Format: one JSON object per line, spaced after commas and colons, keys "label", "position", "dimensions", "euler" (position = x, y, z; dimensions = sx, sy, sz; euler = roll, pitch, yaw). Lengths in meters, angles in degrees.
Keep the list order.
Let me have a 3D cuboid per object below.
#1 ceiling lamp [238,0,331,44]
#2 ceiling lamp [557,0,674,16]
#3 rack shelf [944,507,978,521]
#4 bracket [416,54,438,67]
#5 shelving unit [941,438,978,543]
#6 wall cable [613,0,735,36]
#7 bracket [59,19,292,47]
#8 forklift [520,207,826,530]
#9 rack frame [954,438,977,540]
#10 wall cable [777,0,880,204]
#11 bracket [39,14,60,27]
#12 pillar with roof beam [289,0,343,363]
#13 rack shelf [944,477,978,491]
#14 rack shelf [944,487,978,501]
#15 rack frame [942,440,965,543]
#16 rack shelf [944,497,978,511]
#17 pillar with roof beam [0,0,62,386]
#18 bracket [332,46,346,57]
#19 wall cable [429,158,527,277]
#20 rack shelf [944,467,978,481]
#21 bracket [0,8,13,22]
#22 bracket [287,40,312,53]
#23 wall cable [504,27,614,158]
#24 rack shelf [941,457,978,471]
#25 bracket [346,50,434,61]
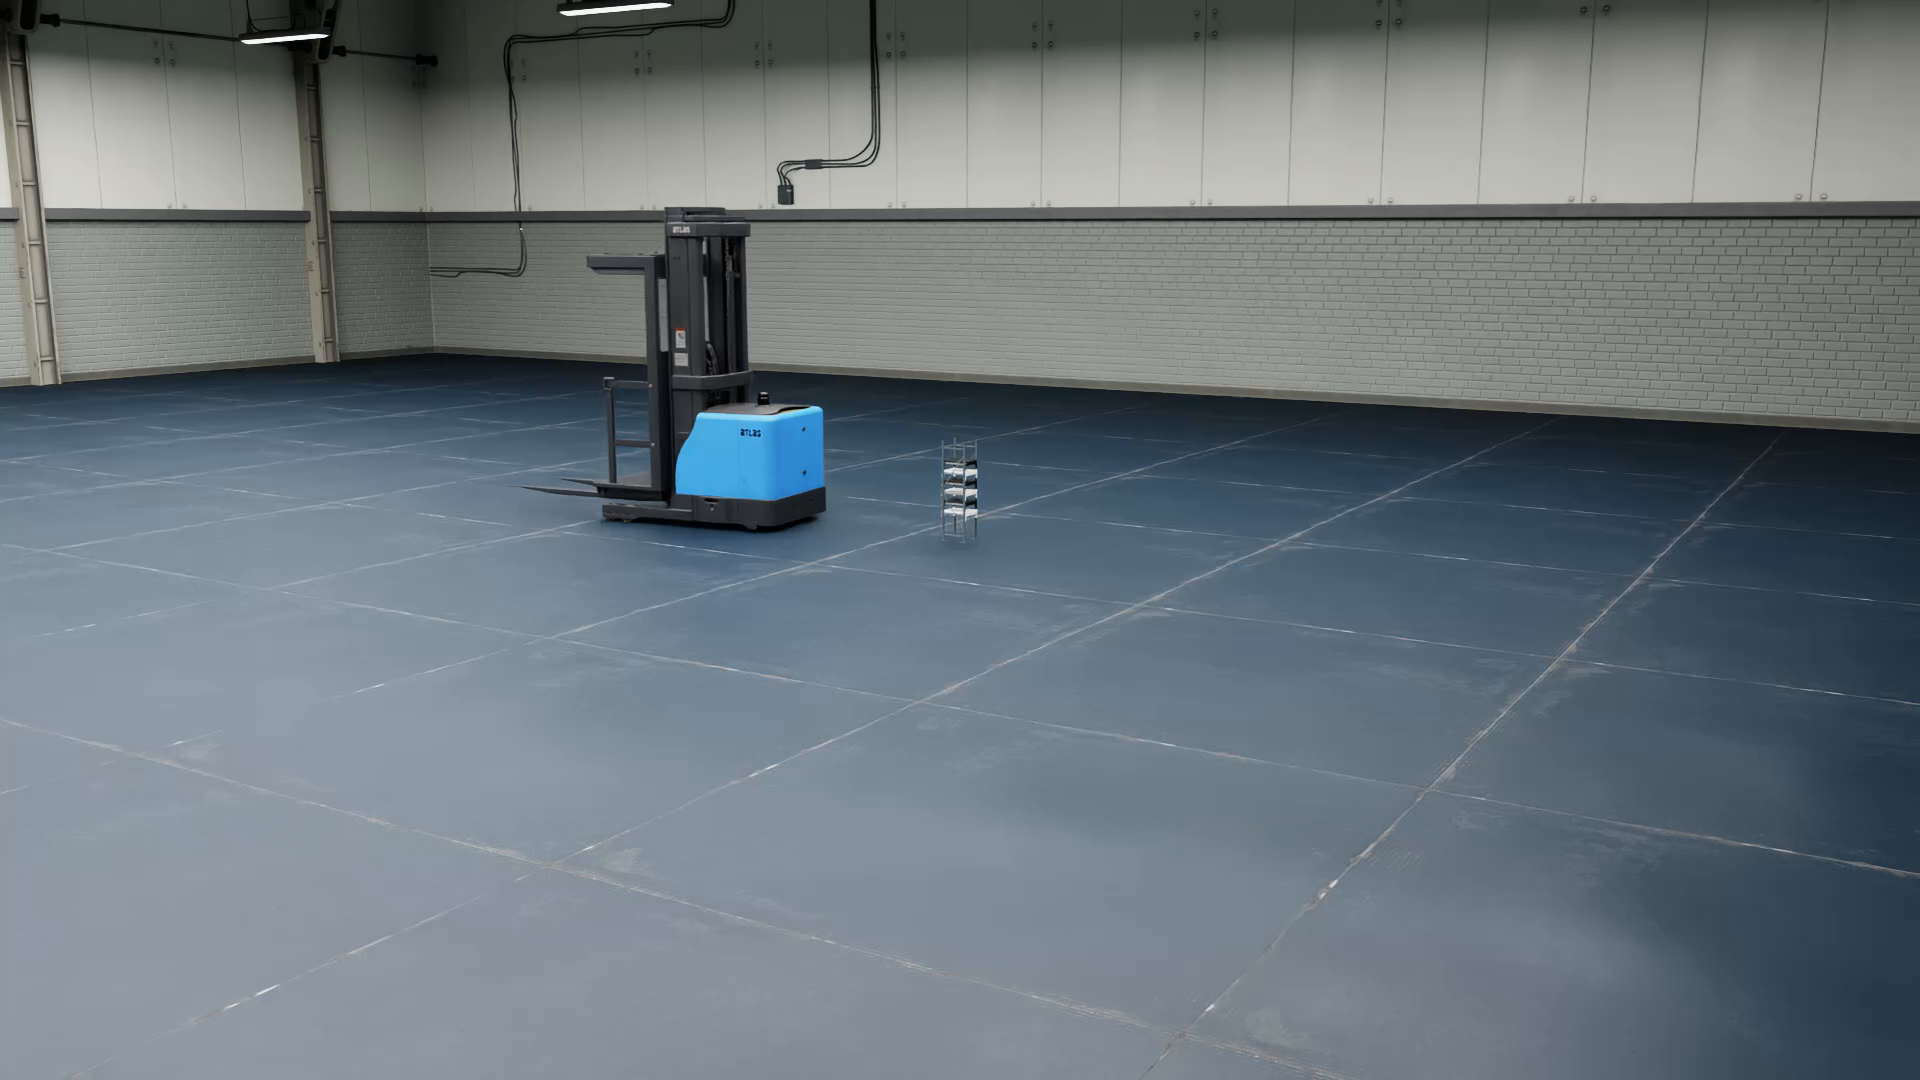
{"label": "ceiling lamp", "position": [-11.183, -9.961, 27.756], "dimensions": [2.000, 3.185, 0.800], "euler": [6, 12, 31]}
{"label": "ceiling lamp", "position": [-4.867, -9.255, 23.985], "dimensions": [2.000, 3.185, 0.800], "euler": [6, 12, 31]}
{"label": "rack shelf", "position": [-0.004, -0.231, 14.818], "dimensions": [0.258, 0.077, 0.200], "euler": [6, 12, 31]}
{"label": "bracket", "position": [-11.487, -10.326, 35.790], "dimensions": [0.235, 0.232, 0.430], "euler": [6, 12, 31]}
{"label": "shelving unit", "position": [-0.004, -0.441, 14.779], "dimensions": [0.258, 0.900, 0.210], "euler": [6, 12, 31]}
{"label": "wall cable", "position": [-5.620, -11.128, 32.206], "dimensions": [3.097, 2.526, 0.112], "euler": [6, 12, 31]}
{"label": "bracket", "position": [-14.486, -9.418, 30.938], "dimensions": [0.076, 0.066, 4.783], "euler": [6, 12, 31]}
{"label": "forklift", "position": [-2.849, -1.690, 15.932], "dimensions": [3.031, 2.935, 1.130], "euler": [5, 12, 24]}
{"label": "rack frame", "position": [0.049, -0.457, 14.864], "dimensions": [0.240, 0.900, 0.006], "euler": [6, 12, 31]}
{"label": "wall cable", "position": [-2.471, -9.252, 30.592], "dimensions": [2.305, 6.003, 0.169], "euler": [6, 12, 31]}
{"label": "bracket", "position": [-15.833, -9.010, 28.759], "dimensions": [0.235, 0.232, 0.430], "euler": [6, 12, 31]}
{"label": "pillar with roof beam", "position": [-9.557, -7.742, 31.766], "dimensions": [9.100, 9.000, 0.548], "euler": [6, 12, 31]}
{"label": "rack shelf", "position": [-0.004, -0.497, 14.769], "dimensions": [0.258, 0.077, 0.200], "euler": [6, 12, 31]}
{"label": "rack shelf", "position": [-0.004, -0.408, 14.785], "dimensions": [0.258, 0.077, 0.200], "euler": [6, 12, 31]}
{"label": "rack frame", "position": [-0.057, -0.425, 14.694], "dimensions": [0.240, 0.900, 0.006], "euler": [6, 12, 31]}
{"label": "rack shelf", "position": [-0.004, -0.320, 14.802], "dimensions": [0.258, 0.077, 0.200], "euler": [6, 12, 31]}
{"label": "pillar with roof beam", "position": [-12.672, -6.798, 26.726], "dimensions": [9.100, 9.000, 0.548], "euler": [6, 12, 31]}
{"label": "bracket", "position": [-12.718, -9.954, 33.799], "dimensions": [0.235, 0.232, 0.430], "euler": [6, 12, 31]}
{"label": "wall cable", "position": [-10.577, -6.964, 36.049], "dimensions": [3.097, 2.526, 0.112], "euler": [6, 12, 31]}
{"label": "rack shelf", "position": [-0.004, -0.585, 14.752], "dimensions": [0.258, 0.077, 0.200], "euler": [6, 12, 31]}
{"label": "bracket", "position": [-16.264, -8.879, 28.062], "dimensions": [0.235, 0.232, 0.430], "euler": [6, 12, 31]}
{"label": "bracket", "position": [-13.149, -9.823, 33.102], "dimensions": [0.235, 0.232, 0.430], "euler": [6, 12, 31]}
{"label": "wall cable", "position": [-8.265, -9.188, 34.204], "dimensions": [3.097, 2.526, 0.112], "euler": [6, 12, 31]}
{"label": "rack shelf", "position": [-0.004, -0.674, 14.736], "dimensions": [0.258, 0.077, 0.200], "euler": [6, 12, 31]}
{"label": "bracket", "position": [-11.794, -10.233, 35.294], "dimensions": [0.076, 0.066, 3.189], "euler": [6, 12, 31]}
